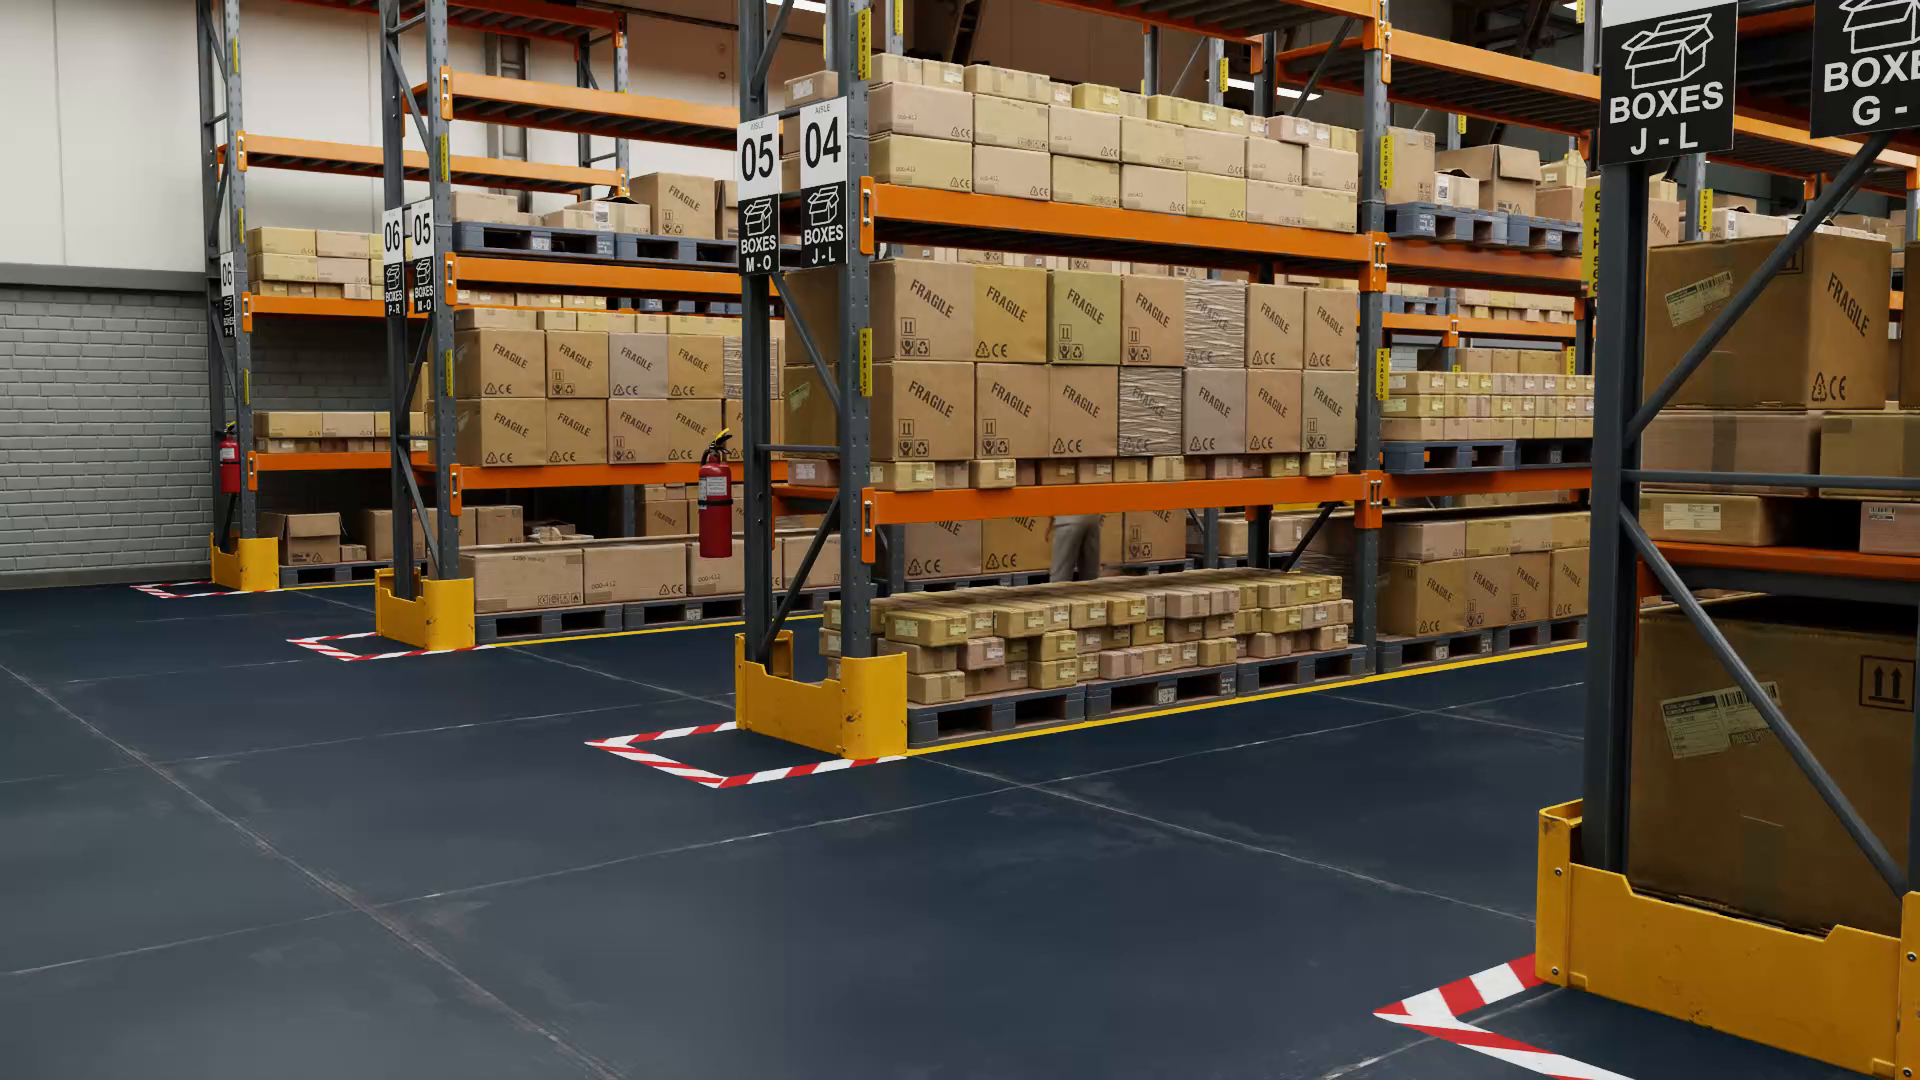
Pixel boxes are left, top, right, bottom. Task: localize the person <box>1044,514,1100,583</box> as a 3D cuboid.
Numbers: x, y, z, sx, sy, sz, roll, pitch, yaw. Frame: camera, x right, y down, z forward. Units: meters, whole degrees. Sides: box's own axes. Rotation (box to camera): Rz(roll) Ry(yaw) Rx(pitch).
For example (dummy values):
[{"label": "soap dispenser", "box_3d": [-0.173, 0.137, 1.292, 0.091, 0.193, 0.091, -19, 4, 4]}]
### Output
[{"label": "person", "box_3d": [0.815, -0.070, 11.831, 0.511, 1.684, 0.452, -4, 6, -42]}]
